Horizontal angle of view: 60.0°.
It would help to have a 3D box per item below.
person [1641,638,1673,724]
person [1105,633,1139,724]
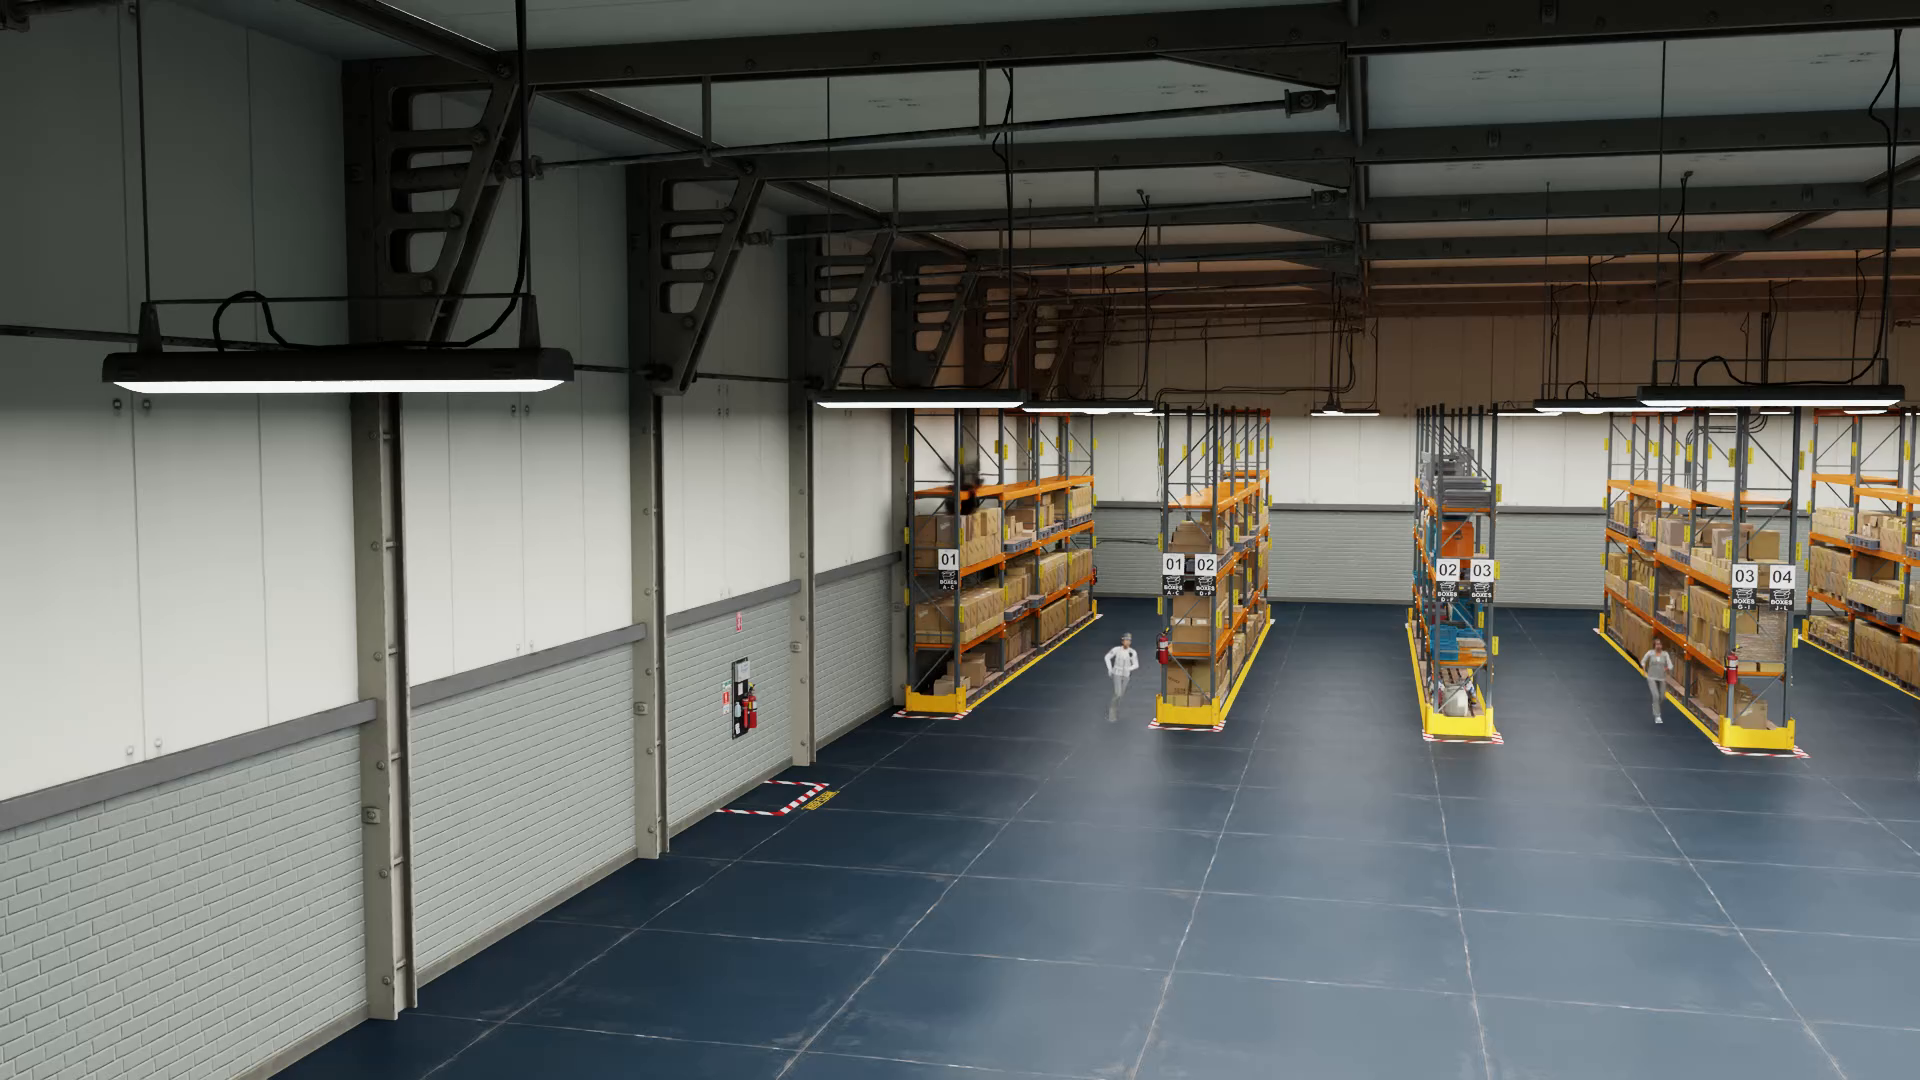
[{"bbox_3d":[13.156,2.646,31.409,0.538,1.552,0.804,1,4,12],"label":"person"},{"bbox_3d":[3.073,2.617,31.490,0.604,1.703,0.635,-1,4,-13],"label":"person"}]
